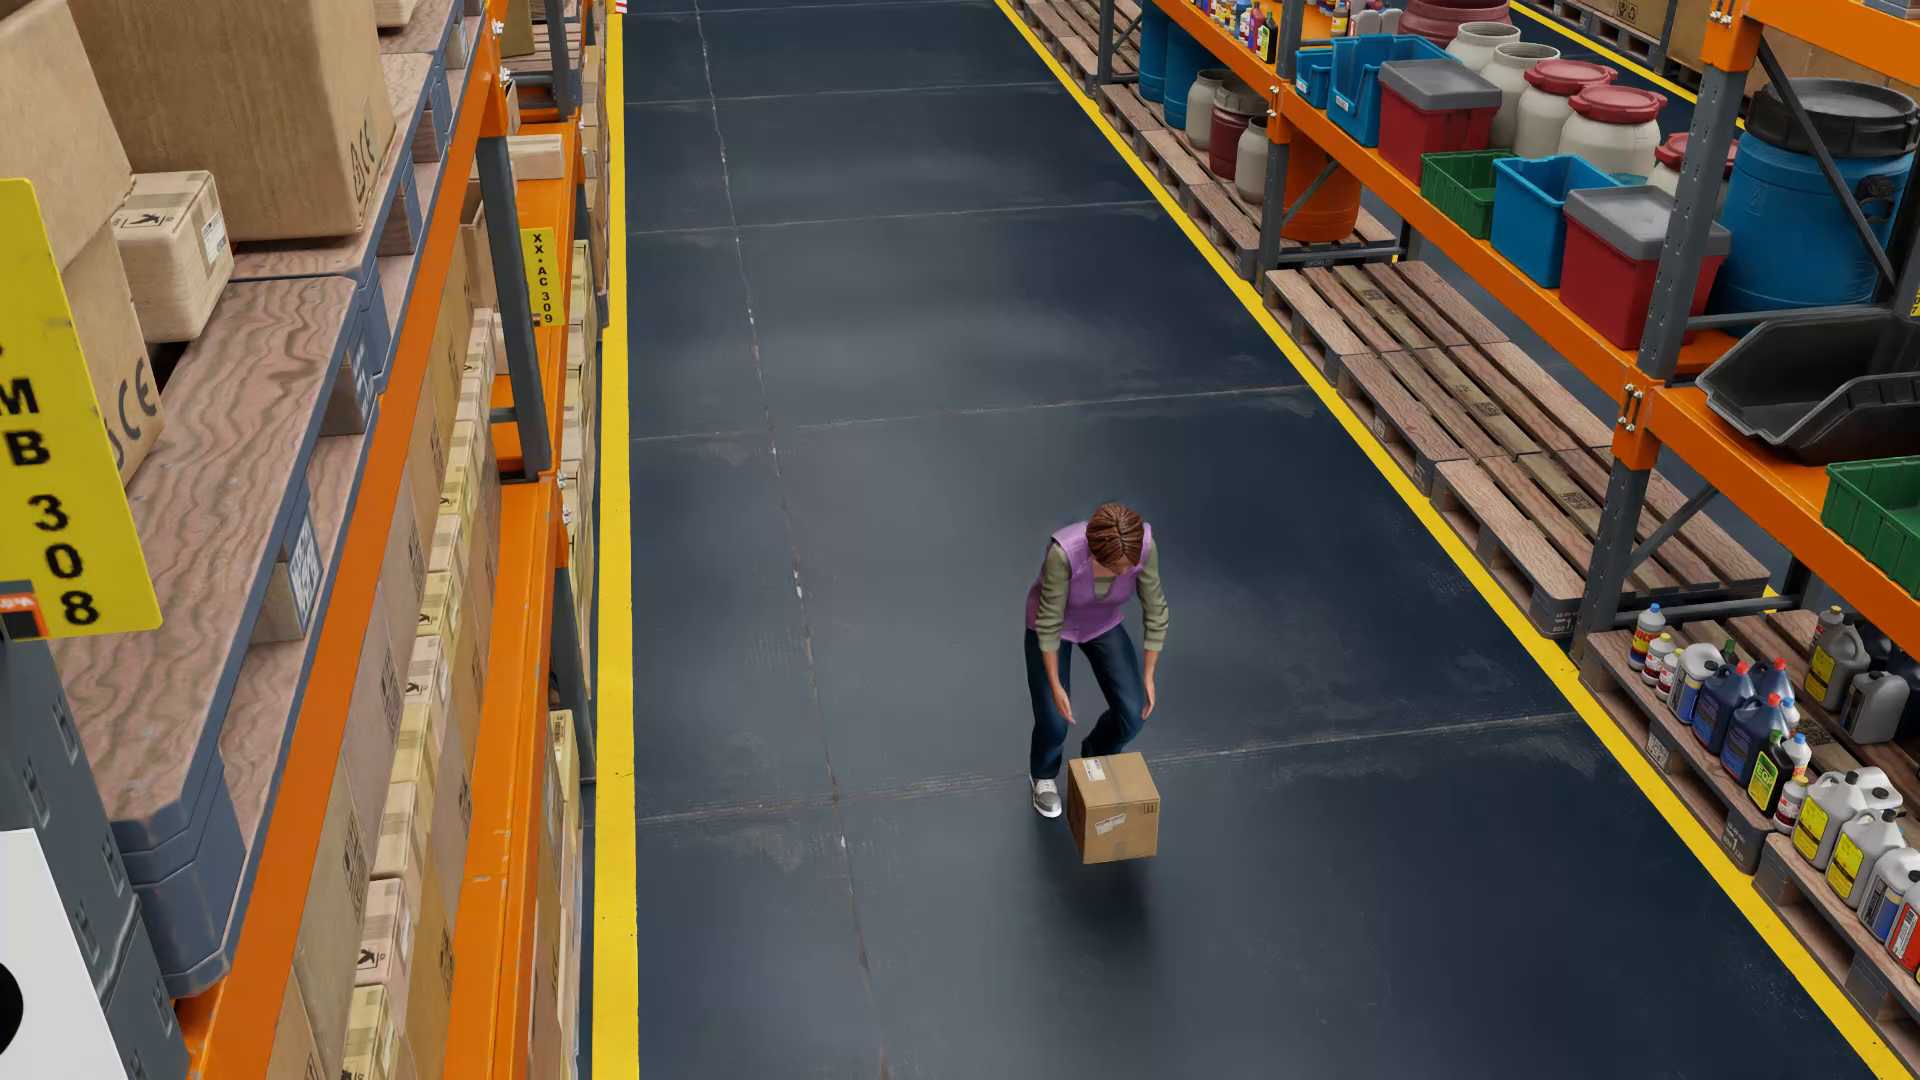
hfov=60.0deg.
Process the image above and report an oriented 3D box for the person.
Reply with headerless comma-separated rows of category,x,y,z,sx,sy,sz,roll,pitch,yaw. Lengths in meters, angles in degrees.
person,0.463,0.383,5.768,0.461,1.336,0.621,-5,31,-9
